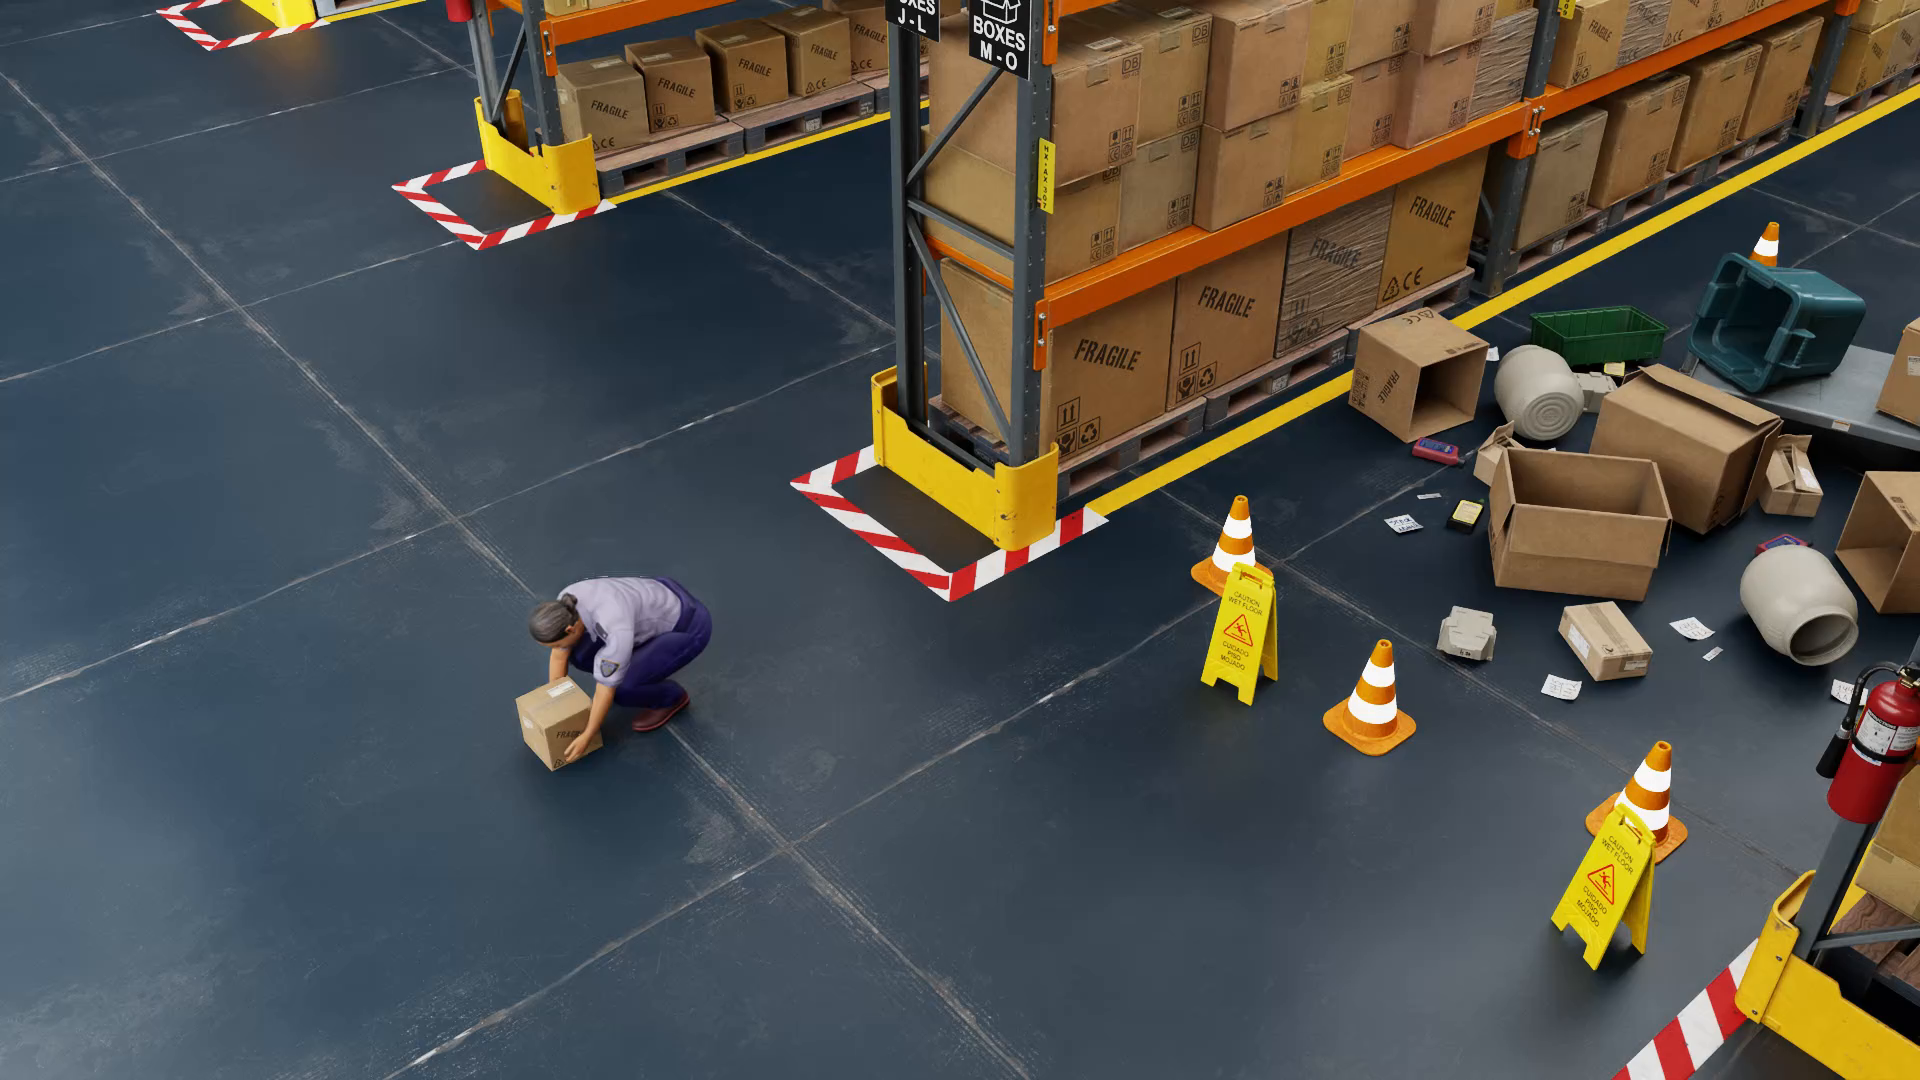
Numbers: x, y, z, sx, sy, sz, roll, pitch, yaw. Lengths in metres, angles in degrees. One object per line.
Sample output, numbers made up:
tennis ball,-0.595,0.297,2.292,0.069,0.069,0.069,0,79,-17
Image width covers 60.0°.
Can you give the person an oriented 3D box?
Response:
person,-1.474,0.441,7.212,0.823,0.803,0.515,-26,44,-31
